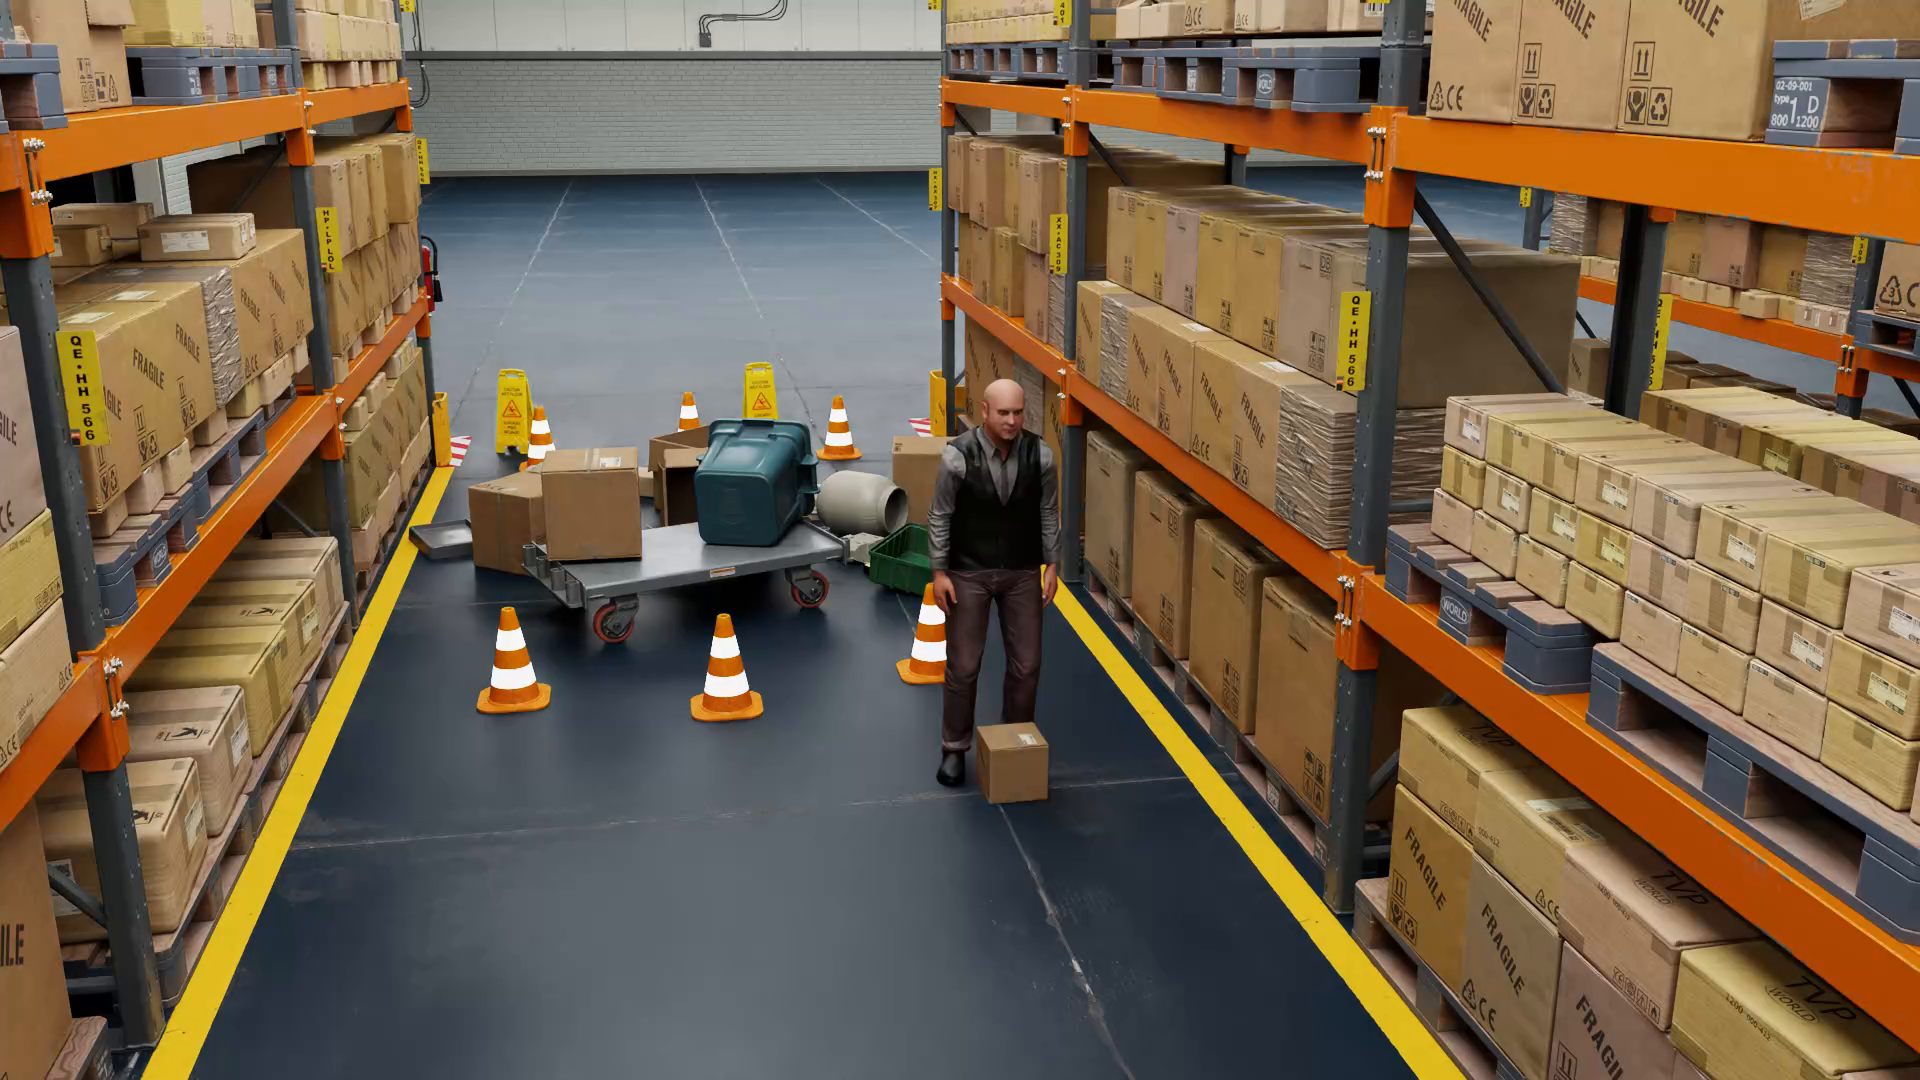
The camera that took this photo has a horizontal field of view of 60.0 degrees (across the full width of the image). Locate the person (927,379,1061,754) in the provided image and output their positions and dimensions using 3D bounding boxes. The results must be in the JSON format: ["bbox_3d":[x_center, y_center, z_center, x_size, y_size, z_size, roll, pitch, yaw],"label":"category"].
[{"bbox_3d":[0.145,0.175,7.062,0.576,1.560,0.410,-4,17,-13],"label":"person"}]
